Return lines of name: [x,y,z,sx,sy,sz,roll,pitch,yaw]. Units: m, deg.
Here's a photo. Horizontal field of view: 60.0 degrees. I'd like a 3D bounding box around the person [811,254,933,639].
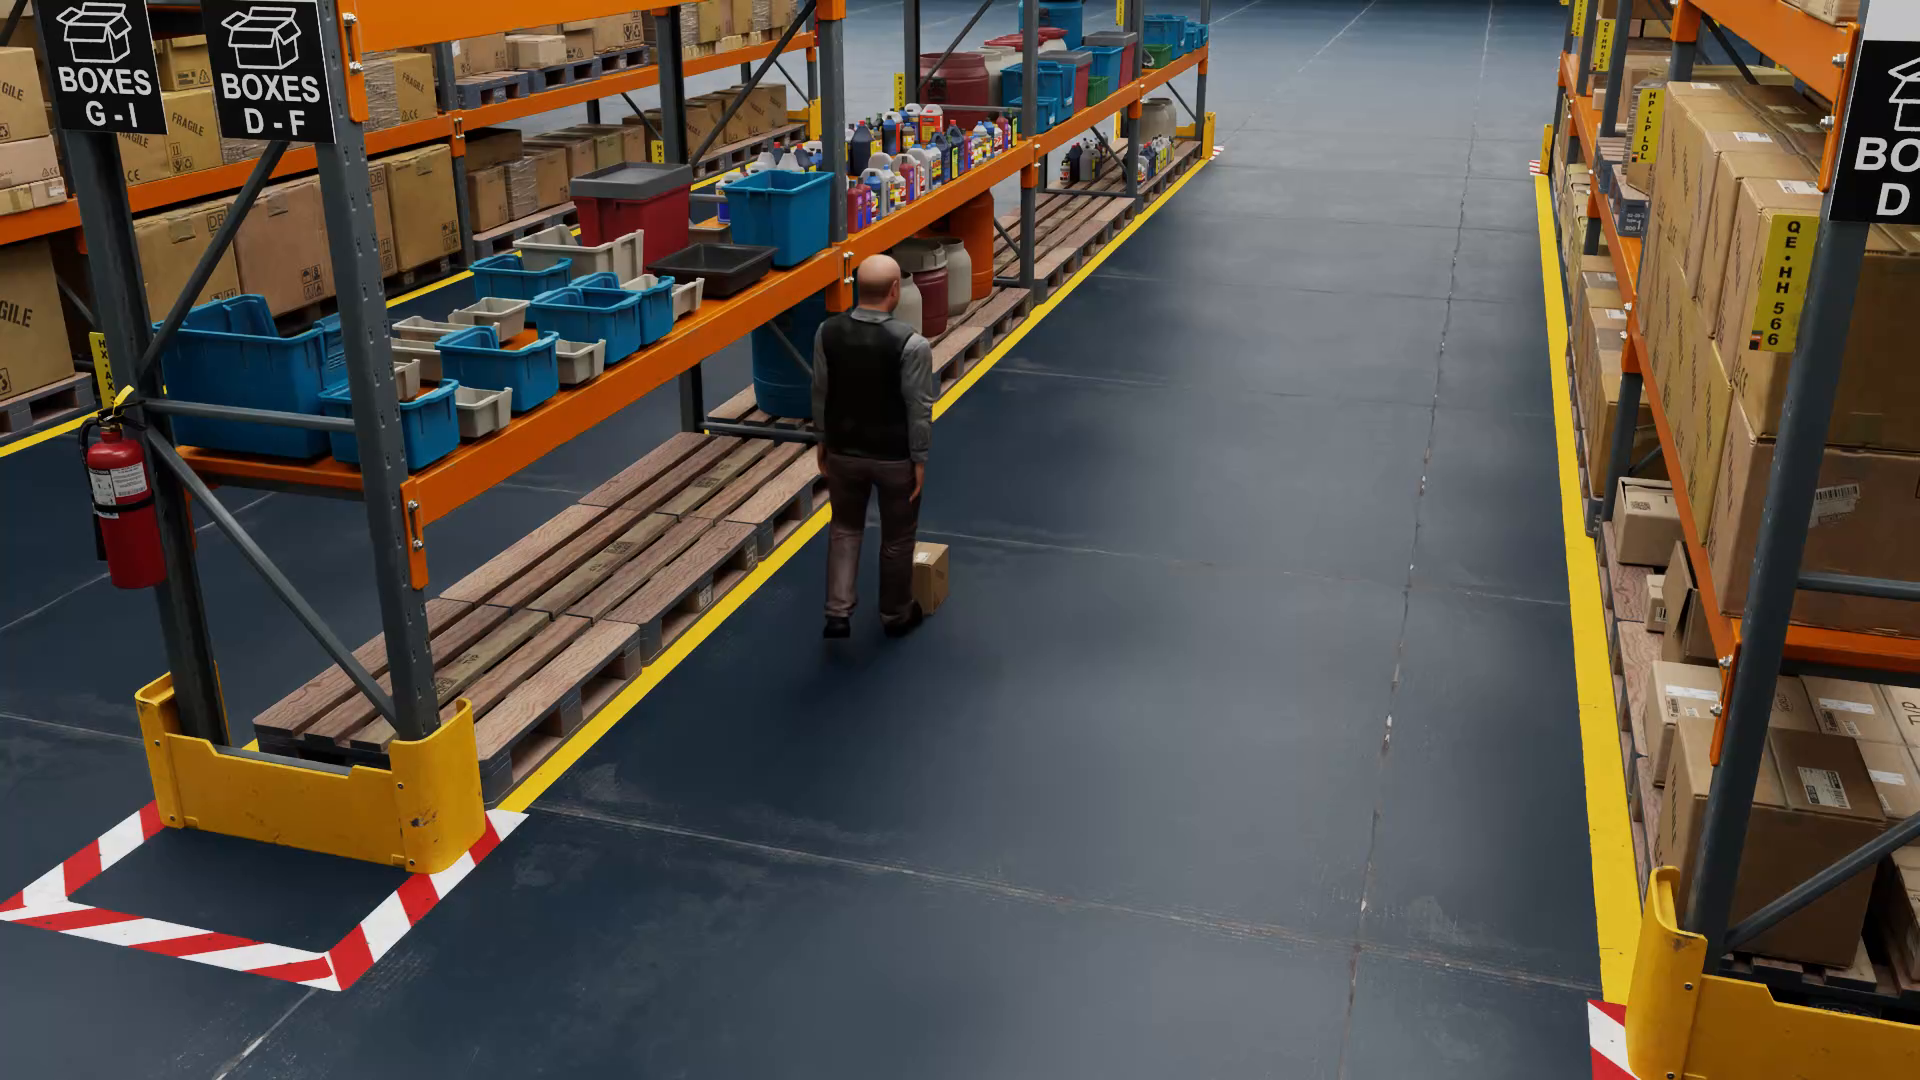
person: [-0.336,-0.371,7.025,0.549,1.712,0.625,7,23,17]
